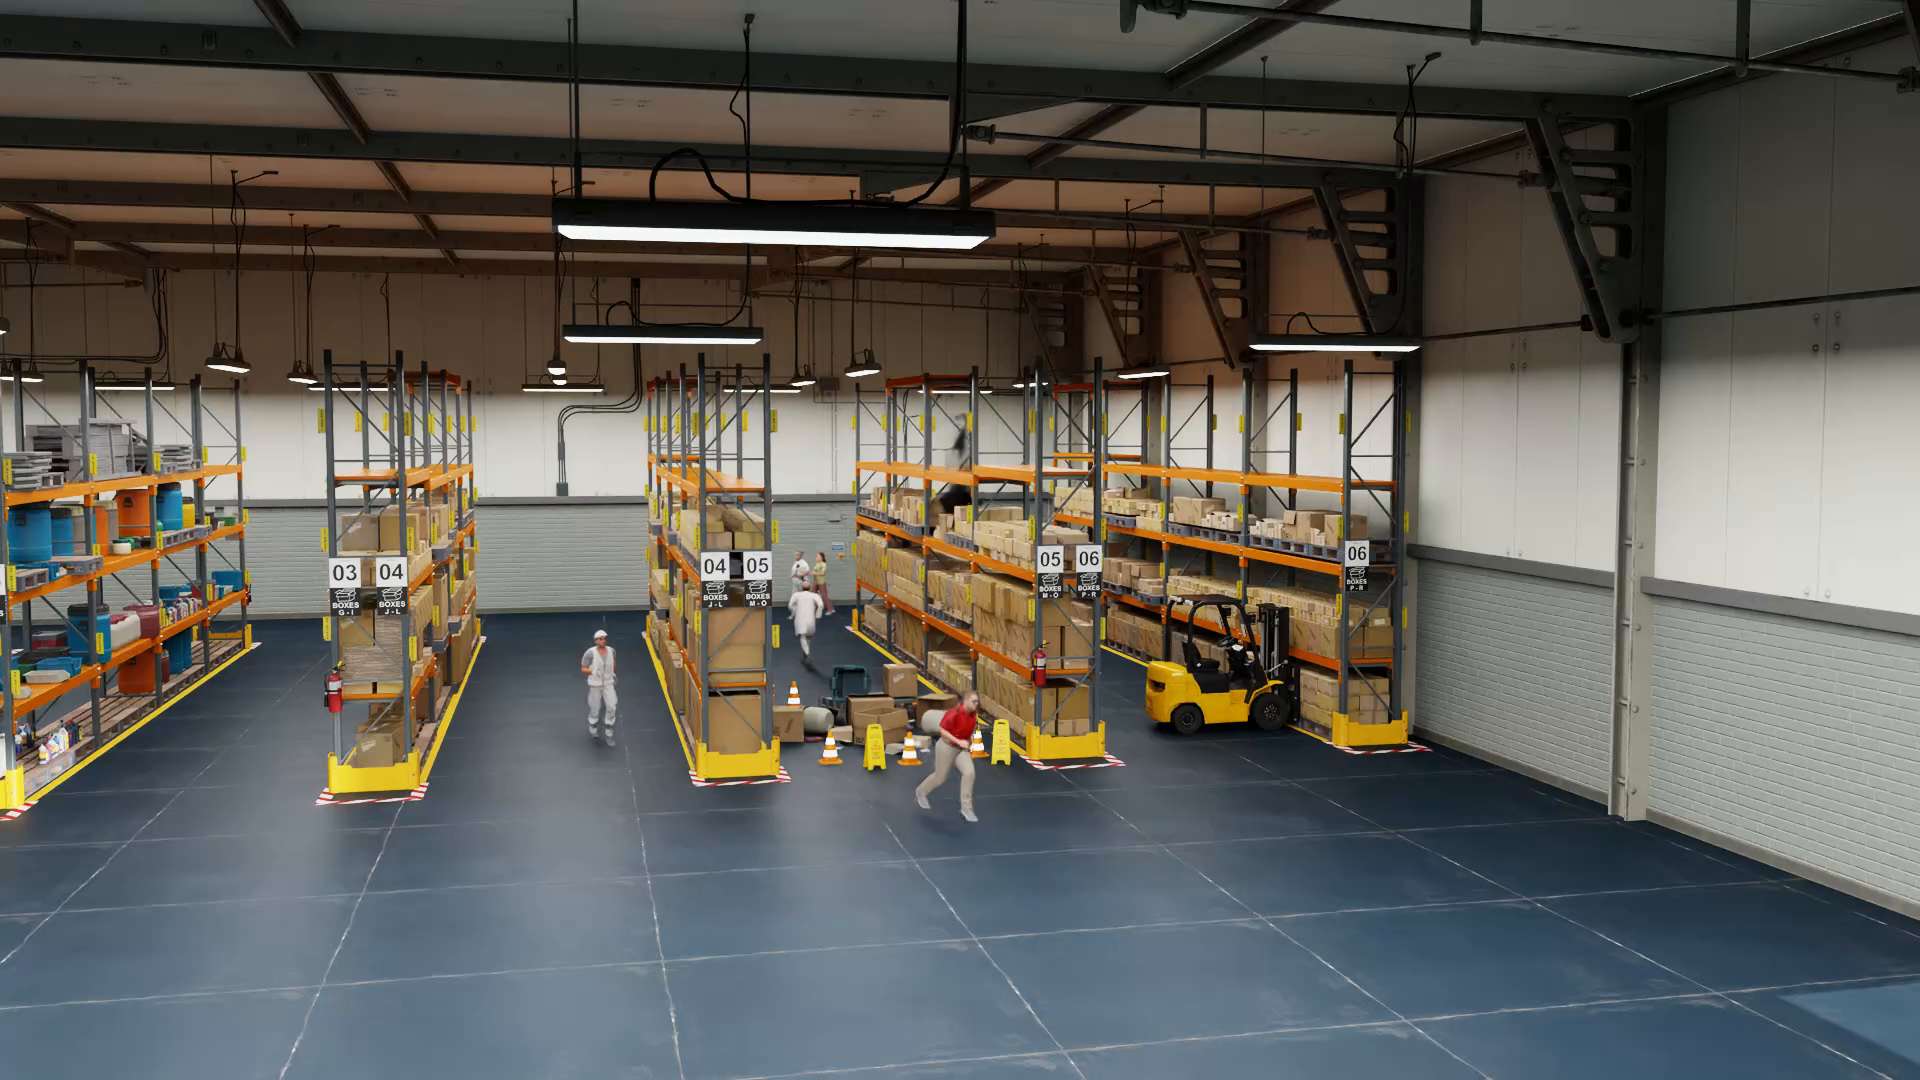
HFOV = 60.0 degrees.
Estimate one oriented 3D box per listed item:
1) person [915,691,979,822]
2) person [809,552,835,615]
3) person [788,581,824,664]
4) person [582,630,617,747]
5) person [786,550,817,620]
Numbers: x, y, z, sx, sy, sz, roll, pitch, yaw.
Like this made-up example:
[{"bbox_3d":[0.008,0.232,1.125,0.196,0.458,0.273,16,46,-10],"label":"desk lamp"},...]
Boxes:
[{"bbox_3d":[-0.155,2.729,21.254,1.018,1.696,0.703,3,5,37],"label":"person"},{"bbox_3d":[-3.599,1.172,43.002,0.738,1.725,0.549,-3,5,-38],"label":"person"},{"bbox_3d":[-3.163,1.756,34.177,0.712,1.779,1.185,-1,4,-11],"label":"person"},{"bbox_3d":[-5.617,2.307,25.964,0.588,1.831,0.835,-2,4,-24],"label":"person"},{"bbox_3d":[-4.087,1.137,42.849,0.866,1.801,0.680,-3,5,-35],"label":"person"}]
